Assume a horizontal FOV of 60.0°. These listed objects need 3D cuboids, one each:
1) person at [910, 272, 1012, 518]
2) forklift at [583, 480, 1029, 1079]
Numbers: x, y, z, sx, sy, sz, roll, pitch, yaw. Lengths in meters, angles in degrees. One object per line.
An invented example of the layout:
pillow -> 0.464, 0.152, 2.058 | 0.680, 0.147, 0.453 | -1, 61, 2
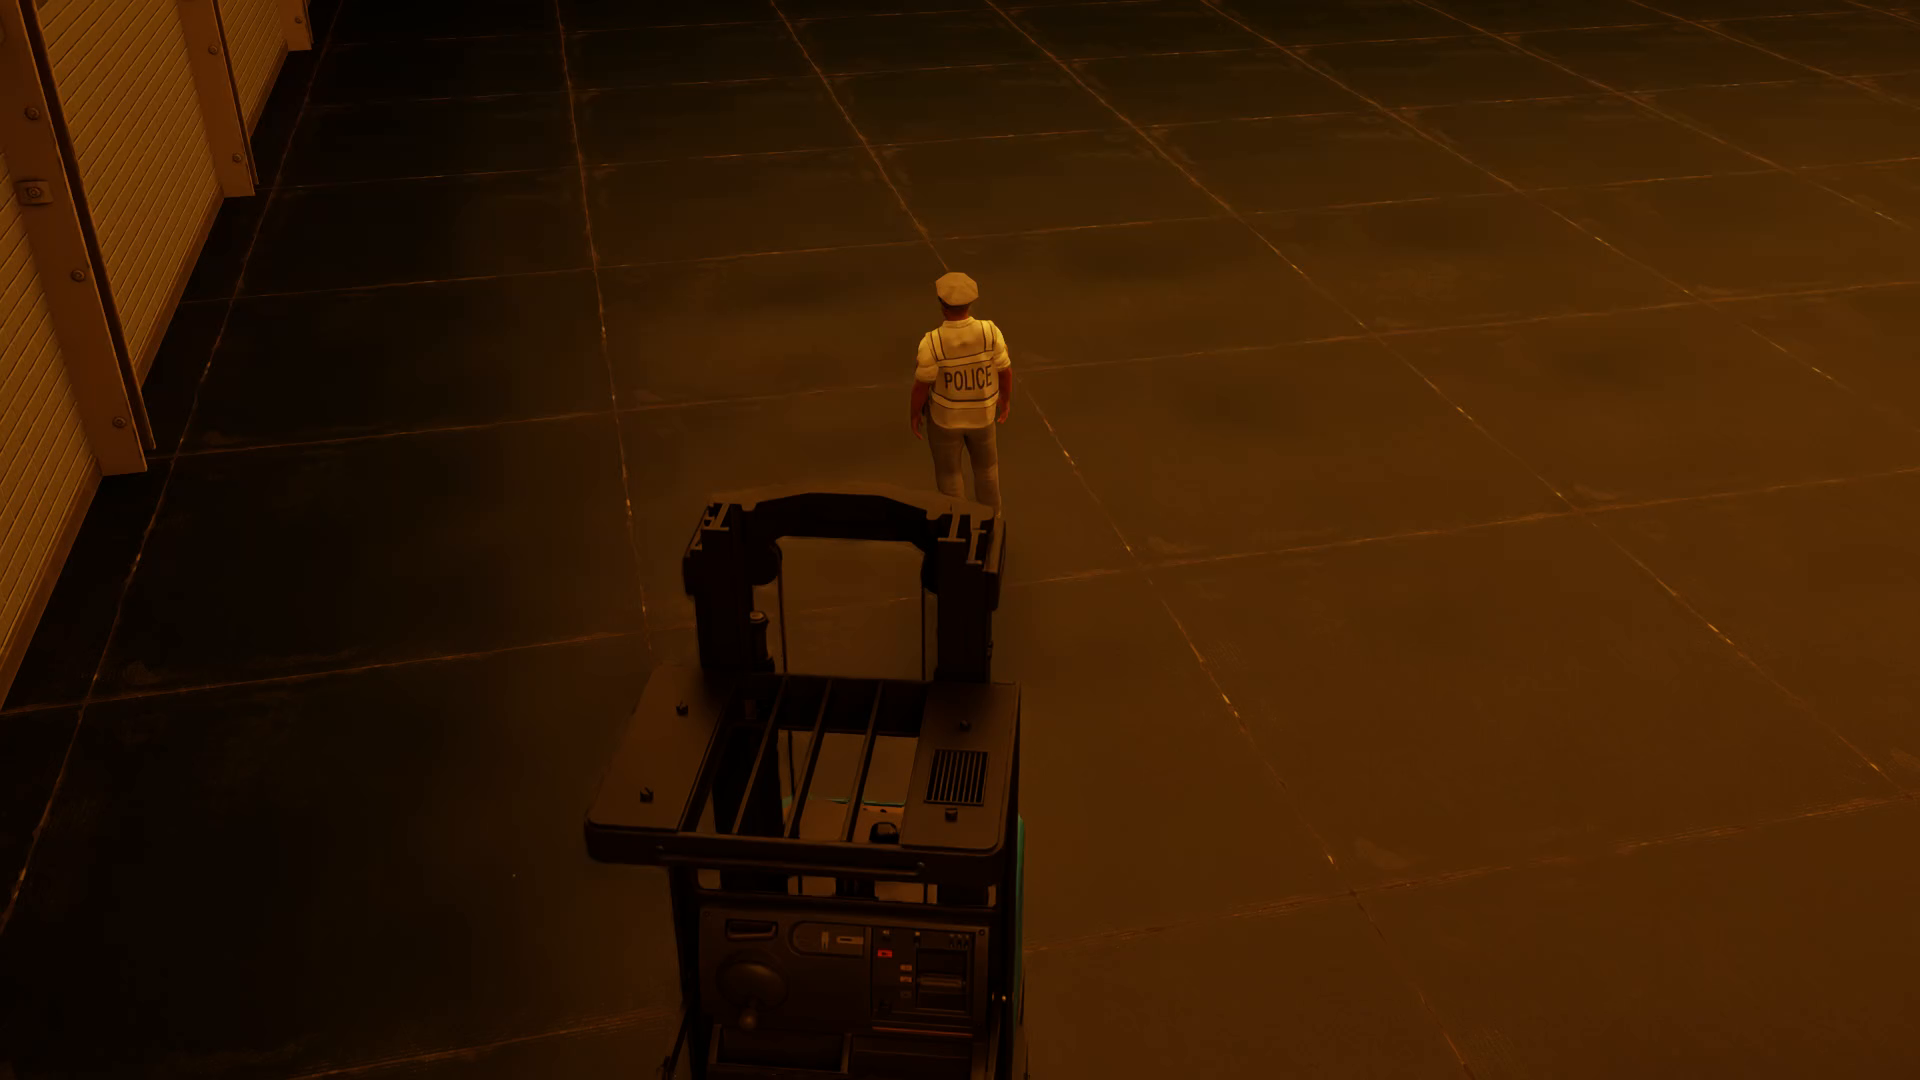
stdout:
person -> -0.006, -0.816, 10.118 | 0.640, 1.781, 0.575 | -7, 31, -12
forklift -> -0.391, 1.423, 5.116 | 1.130, 2.935, 3.031 | 3, 30, 5
